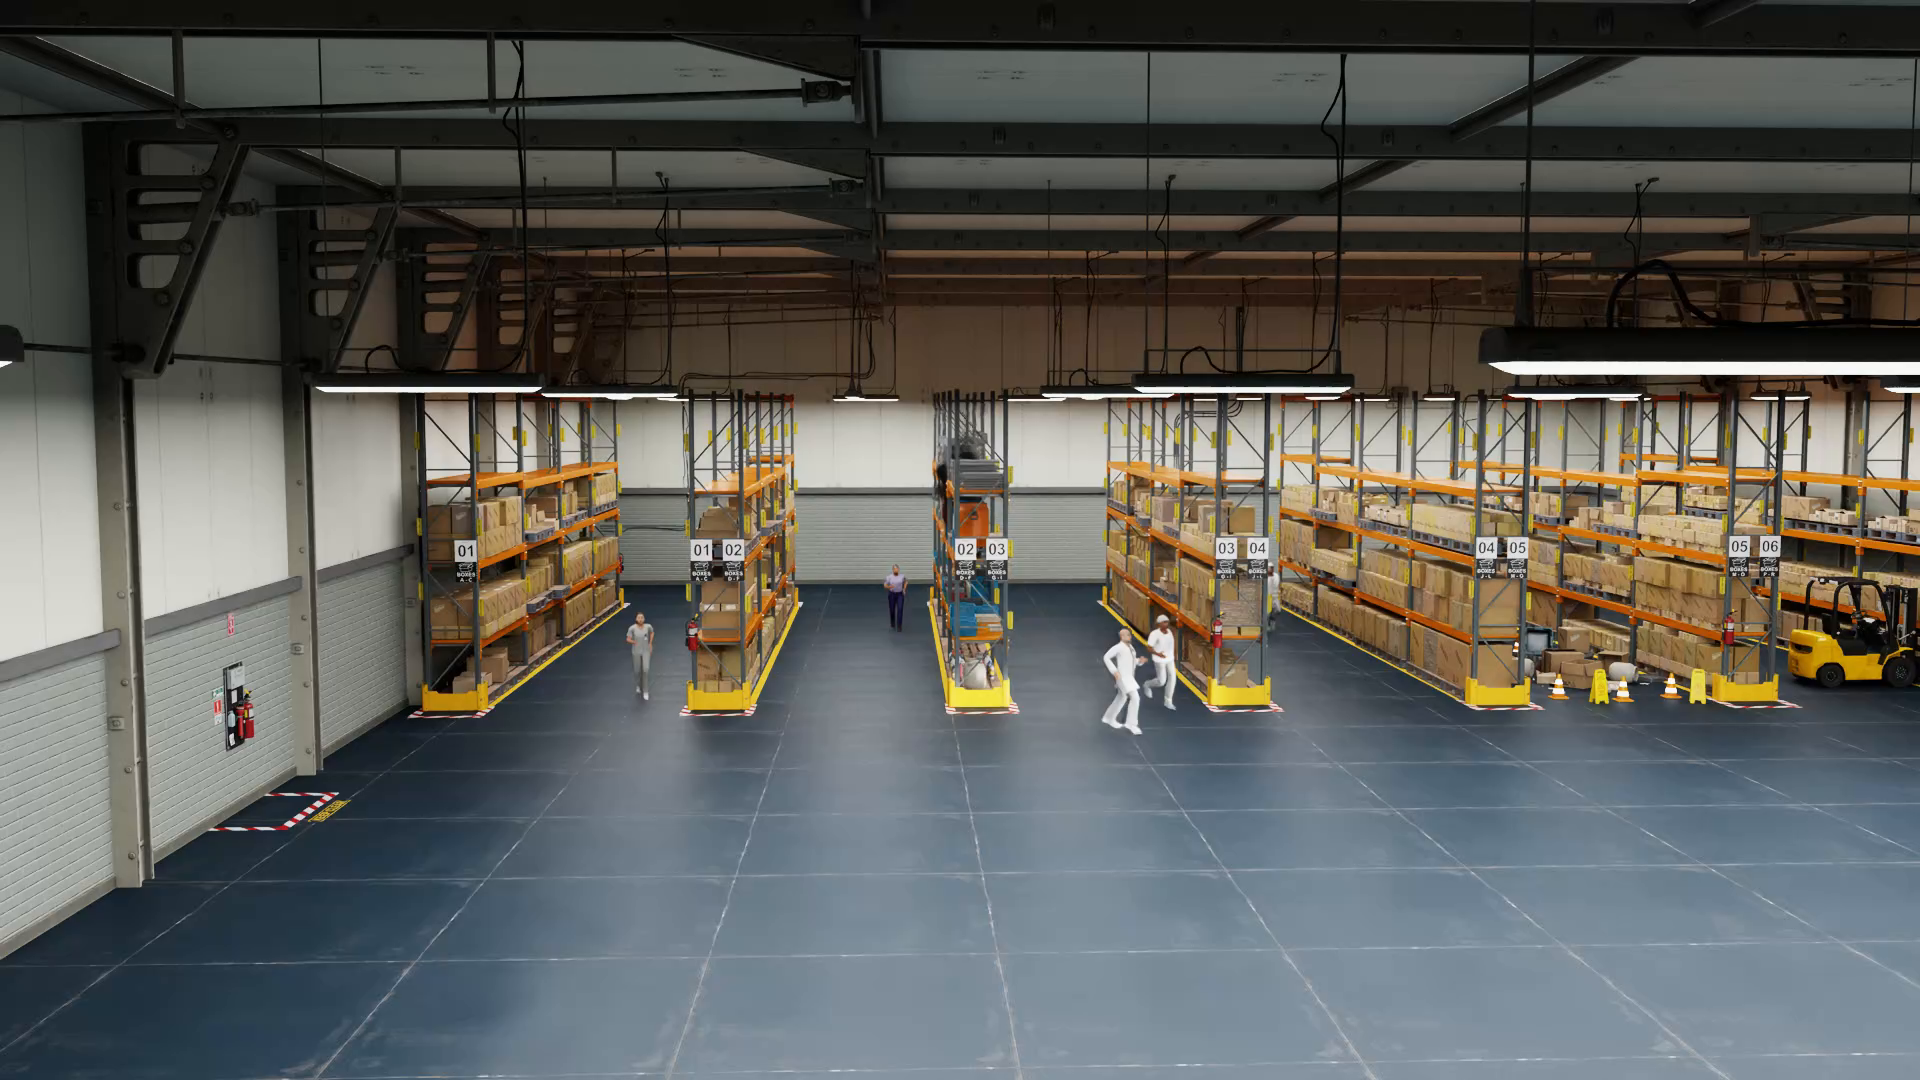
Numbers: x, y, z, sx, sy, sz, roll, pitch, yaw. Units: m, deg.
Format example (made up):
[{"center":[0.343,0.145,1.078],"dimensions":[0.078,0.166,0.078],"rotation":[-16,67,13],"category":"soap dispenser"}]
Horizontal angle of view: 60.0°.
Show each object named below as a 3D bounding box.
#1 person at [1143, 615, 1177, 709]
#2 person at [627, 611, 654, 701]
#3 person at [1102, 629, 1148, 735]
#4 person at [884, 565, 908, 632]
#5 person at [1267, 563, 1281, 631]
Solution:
[{"center":[3.829,2.295,31.562],"dimensions":[0.709,1.768,0.839],"rotation":[-3,6,-35],"category":"person"},{"center":[-6.247,2.231,32.510],"dimensions":[0.518,1.696,0.887],"rotation":[-1,5,-10],"category":"person"},{"center":[2.863,2.470,29.021],"dimensions":[0.855,1.849,0.672],"rotation":[2,5,22],"category":"person"},{"center":[-1.622,1.447,42.045],"dimensions":[0.602,1.646,0.886],"rotation":[0,5,-5],"category":"person"},{"center":[7.805,1.412,41.653],"dimensions":[0.666,1.681,0.608],"rotation":[-1,5,-10],"category":"person"}]
